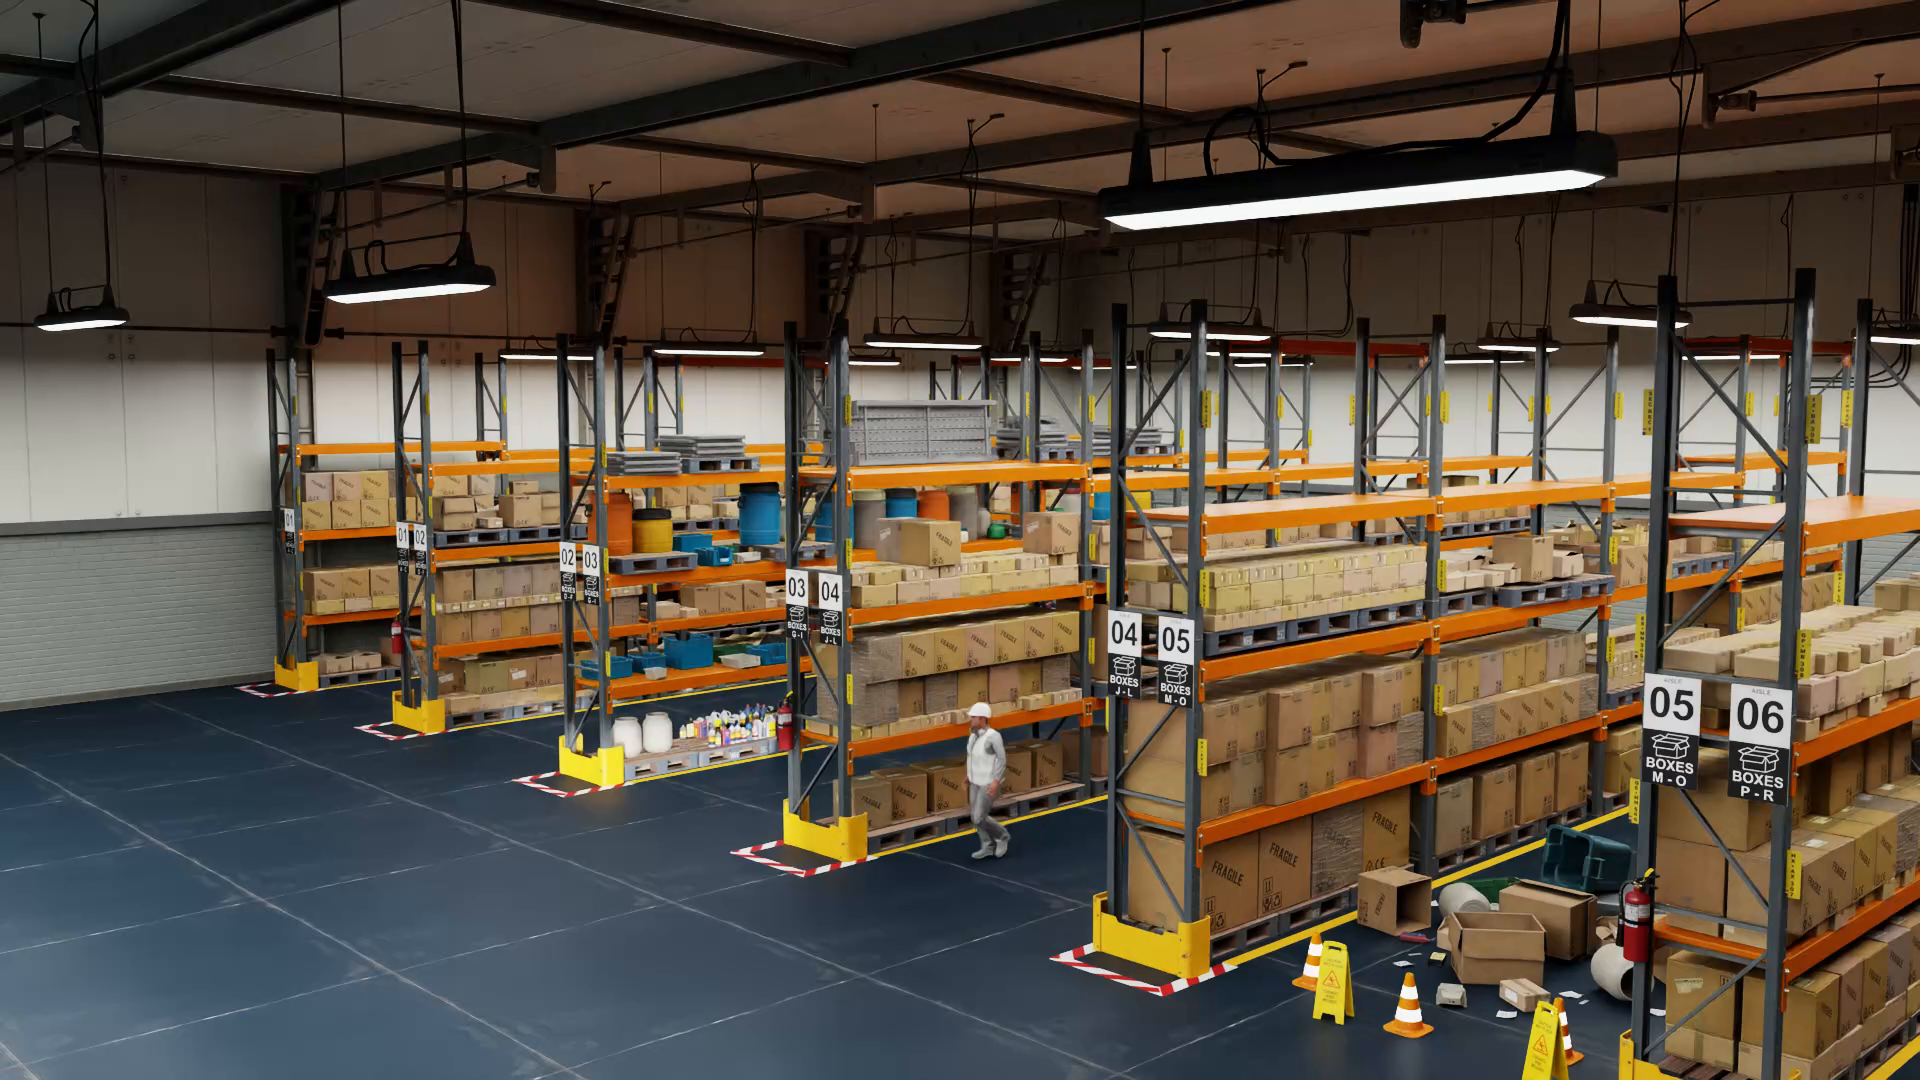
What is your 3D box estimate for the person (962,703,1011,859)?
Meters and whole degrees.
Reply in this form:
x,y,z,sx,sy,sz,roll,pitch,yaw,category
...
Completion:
x,y,z,sx,sy,sz,roll,pitch,yaw,category
0.324,2.688,18.585,0.505,1.759,0.631,-3,6,-30,person
